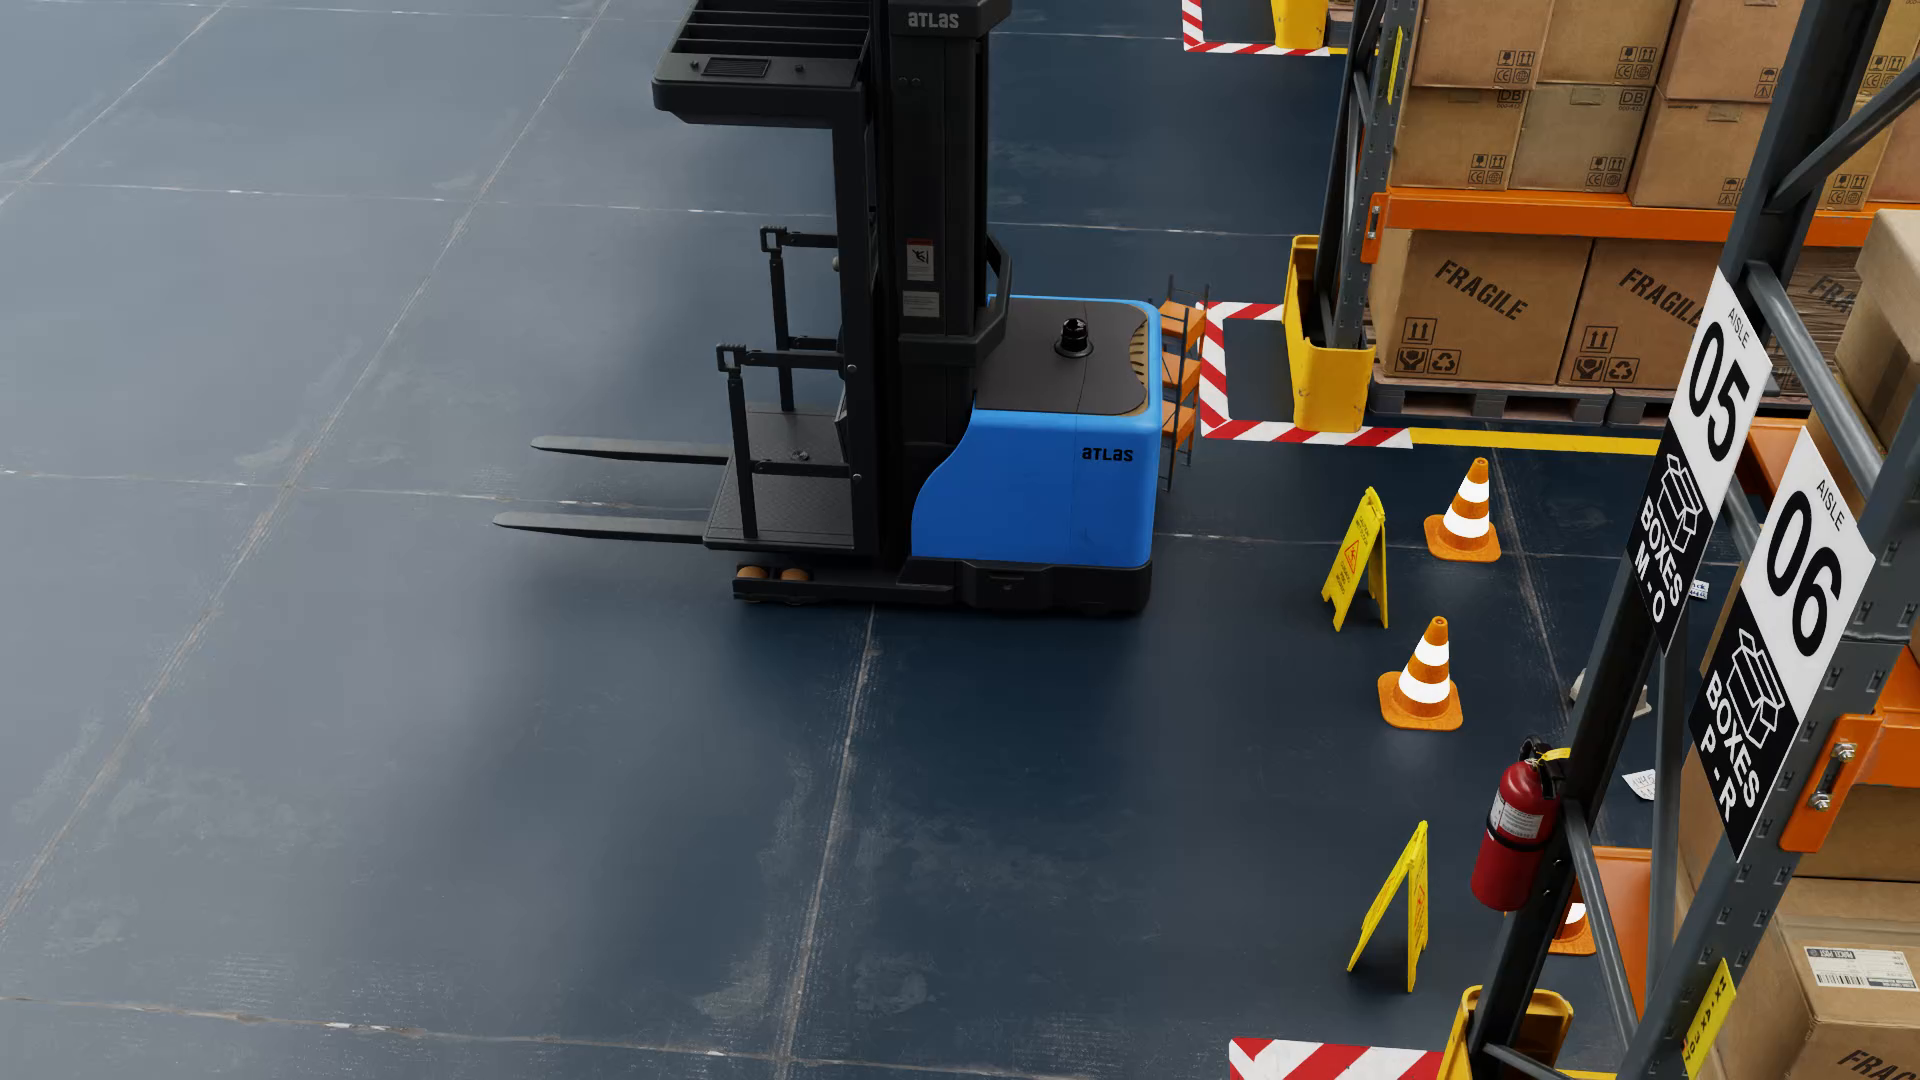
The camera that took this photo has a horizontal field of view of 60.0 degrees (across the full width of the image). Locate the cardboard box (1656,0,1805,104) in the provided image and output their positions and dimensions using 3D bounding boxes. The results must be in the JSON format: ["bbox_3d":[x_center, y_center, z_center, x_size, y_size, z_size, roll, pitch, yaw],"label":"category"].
[{"bbox_3d":[3.452,-2.432,7.558,0.550,0.550,0.875,3,39,4],"label":"cardboard box"}]

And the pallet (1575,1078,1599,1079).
[{"bbox_3d":[2.539,2.183,5.071,1.213,0.211,1.003,3,39,4],"label":"pallet"}]

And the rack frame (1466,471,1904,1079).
[{"bbox_3d":[1.657,1.031,4.277,0.127,3.000,1.000,3,39,4],"label":"rack frame"}]

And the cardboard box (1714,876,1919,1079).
[{"bbox_3d":[2.105,1.077,3.906,0.500,0.500,0.500,3,39,3],"label":"cardboard box"}]

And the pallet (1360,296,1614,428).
[{"bbox_3d":[2.787,-1.012,8.996,1.213,0.211,1.003,3,39,4],"label":"pallet"}]

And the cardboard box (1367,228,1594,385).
[{"bbox_3d":[2.665,-1.431,8.653,0.875,0.875,0.875,3,39,4],"label":"cardboard box"}]

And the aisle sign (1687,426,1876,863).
[{"bbox_3d":[1.569,0.215,3.221,0.004,0.787,0.394,3,39,4],"label":"aisle sign"}]

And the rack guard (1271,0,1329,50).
[{"bbox_3d":[2.588,-4.228,12.719,0.348,0.500,1.175,3,39,4],"label":"rack guard"}]

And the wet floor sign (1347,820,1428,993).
[{"bbox_3d":[1.560,1.261,5.860,0.232,0.644,0.267,16,42,19],"label":"wet floor sign"}]

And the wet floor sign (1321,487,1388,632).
[{"bbox_3d":[1.784,0.069,7.324,0.232,0.644,0.267,-3,39,-4],"label":"wet floor sign"}]

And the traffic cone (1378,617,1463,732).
[{"bbox_3d":[1.954,0.511,6.927,0.334,0.463,0.336,3,39,4],"label":"traffic cone"}]

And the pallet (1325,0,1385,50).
[{"bbox_3d":[3.394,-4.049,12.728,1.213,0.211,1.003,3,39,4],"label":"pallet"}]

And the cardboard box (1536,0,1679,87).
[{"bbox_3d":[2.906,-2.548,7.700,0.550,0.550,0.875,3,39,4],"label":"cardboard box"}]

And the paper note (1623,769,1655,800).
[{"bbox_3d":[2.771,0.982,6.689,0.142,0.019,0.148,-10,40,-12],"label":"paper note"}]

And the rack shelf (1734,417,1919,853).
[{"bbox_3d":[3.650,0.256,3.424,4.000,0.370,1.077,3,39,4],"label":"rack shelf"}]

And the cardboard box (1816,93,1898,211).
[{"bbox_3d":[3.986,-2.025,7.914,0.500,0.550,0.875,3,39,4],"label":"cardboard box"}]

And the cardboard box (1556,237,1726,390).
[{"bbox_3d":[3.542,-1.384,8.596,0.875,0.875,0.875,3,39,3],"label":"cardboard box"}]

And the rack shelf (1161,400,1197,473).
[{"bbox_3d":[1.012,-0.518,8.182,0.215,0.259,0.240,19,43,22],"label":"rack shelf"}]

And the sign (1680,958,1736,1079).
[{"bbox_3d":[1.611,1.037,3.585,0.005,0.325,0.100,3,39,4],"label":"sign"}]

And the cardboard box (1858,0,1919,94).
[{"bbox_3d":[3.991,-2.485,7.623,0.500,0.550,0.875,3,39,4],"label":"cardboard box"}]

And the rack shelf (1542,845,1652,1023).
[{"bbox_3d":[3.650,1.419,4.371,4.000,0.370,1.077,3,39,4],"label":"rack shelf"}]

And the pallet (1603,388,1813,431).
[{"bbox_3d":[3.999,-0.944,8.913,1.213,0.211,1.003,3,39,4],"label":"pallet"}]

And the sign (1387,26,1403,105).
[{"bbox_3d":[1.930,-2.105,7.382,0.005,0.325,0.100,3,39,4],"label":"sign"}]

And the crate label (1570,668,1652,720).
[{"bbox_3d":[2.743,0.641,7.025,0.298,0.136,0.250,-16,42,-19],"label":"crate label"}]

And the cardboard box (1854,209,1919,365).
[{"bbox_3d":[2.020,-0.511,3.364,0.250,0.149,0.380,3,39,4],"label":"cardboard box"}]

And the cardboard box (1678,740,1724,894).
[{"bbox_3d":[2.222,0.733,4.329,0.500,0.500,0.500,2,39,3],"label":"cardboard box"}]

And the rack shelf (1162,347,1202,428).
[{"bbox_3d":[1.012,-0.734,8.007,0.215,0.259,0.240,19,43,22],"label":"rack shelf"}]

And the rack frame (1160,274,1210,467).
[{"bbox_3d":[1.071,-0.809,8.083,0.200,1.050,0.008,19,43,22],"label":"rack frame"}]

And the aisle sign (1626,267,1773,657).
[{"bbox_3d":[1.620,-0.163,3.685,0.004,0.787,0.394,3,39,4],"label":"aisle sign"}]

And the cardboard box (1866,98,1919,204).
[{"bbox_3d":[4.522,-2.060,7.956,0.550,0.550,0.875,3,39,4],"label":"cardboard box"}]

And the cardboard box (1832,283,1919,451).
[{"bbox_3d":[2.190,-0.331,3.458,0.500,0.250,0.500,3,39,3],"label":"cardboard box"}]

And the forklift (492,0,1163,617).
[{"bbox_3d":[-0.621,-1.171,7.037,3.031,2.935,1.130,3,39,4],"label":"forklift"}]

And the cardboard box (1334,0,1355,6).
[{"bbox_3d":[3.133,-4.350,12.536,0.500,0.500,0.500,10,40,12],"label":"cardboard box"}]

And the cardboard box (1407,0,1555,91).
[{"bbox_3d":[2.350,-2.520,7.666,0.550,0.550,0.875,3,39,4],"label":"cardboard box"}]

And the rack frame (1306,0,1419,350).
[{"bbox_3d":[1.984,-2.087,8.109,0.127,3.000,1.000,3,39,4],"label":"rack frame"}]

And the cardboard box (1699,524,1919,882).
[{"bbox_3d":[2.185,0.380,3.971,0.500,0.500,0.700,2,39,3],"label":"cardboard box"}]

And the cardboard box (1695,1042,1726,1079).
[{"bbox_3d":[1.978,1.277,4.174,0.250,0.149,0.380,3,39,4],"label":"cardboard box"}]

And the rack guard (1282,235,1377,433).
[{"bbox_3d":[1.960,-1.119,8.900,0.348,0.500,1.175,3,39,4],"label":"rack guard"}]

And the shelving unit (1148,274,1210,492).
[{"bbox_3d":[1.012,-0.742,8.000,0.215,1.050,0.252,19,43,22],"label":"shelving unit"}]

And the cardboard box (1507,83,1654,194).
[{"bbox_3d":[2.907,-2.138,8.052,0.550,0.550,0.875,3,39,4],"label":"cardboard box"}]

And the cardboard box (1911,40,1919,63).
[{"bbox_3d":[4.520,-2.461,7.594,0.550,0.550,0.875,3,39,4],"label":"cardboard box"}]

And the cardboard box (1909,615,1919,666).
[{"bbox_3d":[1.960,0.188,3.137,0.250,0.149,0.380,3,39,4],"label":"cardboard box"}]

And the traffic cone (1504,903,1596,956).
[{"bbox_3d":[2.197,1.227,6.046,0.334,0.463,0.336,3,39,4],"label":"traffic cone"}]

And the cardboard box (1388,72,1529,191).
[{"bbox_3d":[2.357,-2.154,8.072,0.550,0.550,0.875,3,39,4],"label":"cardboard box"}]

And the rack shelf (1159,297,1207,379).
[{"bbox_3d":[1.012,-0.954,7.828,0.215,0.259,0.240,19,43,22],"label":"rack shelf"}]

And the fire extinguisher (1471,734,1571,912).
[{"bbox_3d":[1.583,0.765,4.666,0.183,0.674,0.296,3,39,4],"label":"fire extinguisher"}]

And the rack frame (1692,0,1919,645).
[{"bbox_3d":[1.657,-1.295,2.384,0.127,3.000,1.000,3,39,4],"label":"rack frame"}]

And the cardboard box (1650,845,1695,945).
[{"bbox_3d":[2.048,1.014,4.497,0.250,0.149,0.380,4,39,5],"label":"cardboard box"}]

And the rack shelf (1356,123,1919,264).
[{"bbox_3d":[3.976,-1.700,8.202,4.000,0.370,1.077,3,39,4],"label":"rack shelf"}]

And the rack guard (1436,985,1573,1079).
[{"bbox_3d":[1.733,2.005,5.061,0.348,0.500,1.175,3,39,4],"label":"rack guard"}]

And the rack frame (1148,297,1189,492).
[{"bbox_3d":[0.952,-0.674,7.917,0.200,1.050,0.008,19,43,22],"label":"rack frame"}]

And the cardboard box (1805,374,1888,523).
[{"bbox_3d":[2.037,-0.191,3.602,0.250,0.149,0.380,3,39,4],"label":"cardboard box"}]

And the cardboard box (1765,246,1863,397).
[{"bbox_3d":[4.450,-1.333,8.533,0.875,0.875,0.875,3,39,4],"label":"cardboard box"}]

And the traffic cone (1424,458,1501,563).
[{"bbox_3d":[2.390,-0.182,7.777,0.334,0.463,0.336,3,39,4],"label":"traffic cone"}]

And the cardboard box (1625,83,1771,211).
[{"bbox_3d":[3.454,-2.028,7.917,0.550,0.550,0.875,3,39,4],"label":"cardboard box"}]

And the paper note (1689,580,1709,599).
[{"bbox_3d":[3.358,0.216,7.633,0.142,0.017,0.144,16,42,19],"label":"paper note"}]
